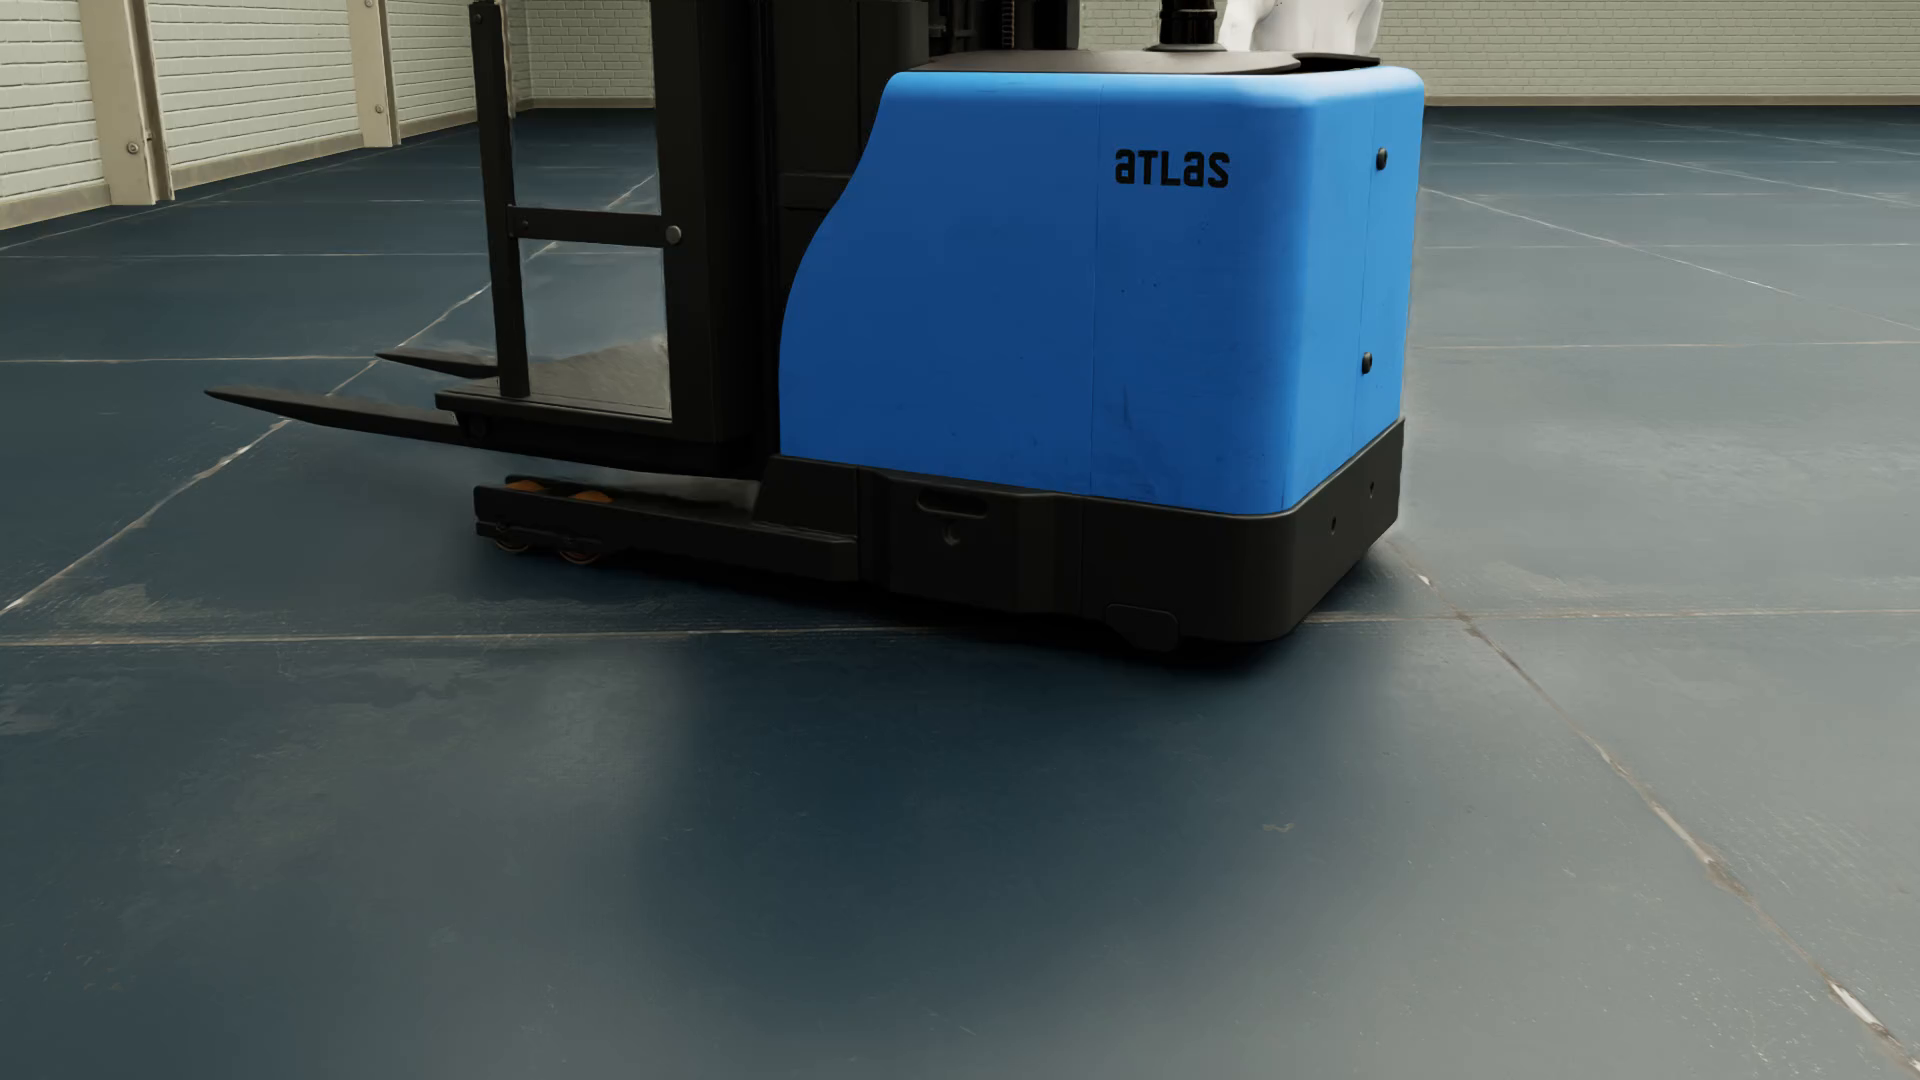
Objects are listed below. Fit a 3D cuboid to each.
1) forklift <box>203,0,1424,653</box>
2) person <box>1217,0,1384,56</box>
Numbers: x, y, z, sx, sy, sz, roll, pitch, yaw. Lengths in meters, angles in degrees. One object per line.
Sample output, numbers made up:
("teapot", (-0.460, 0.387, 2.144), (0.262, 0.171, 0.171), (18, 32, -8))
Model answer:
("forklift", (-0.537, -1.472, 3.721), (3.031, 2.935, 1.130), (9, 19, 26))
("person", (1.154, -1.463, 5.872), (0.635, 1.692, 0.936), (1, 17, 5))
